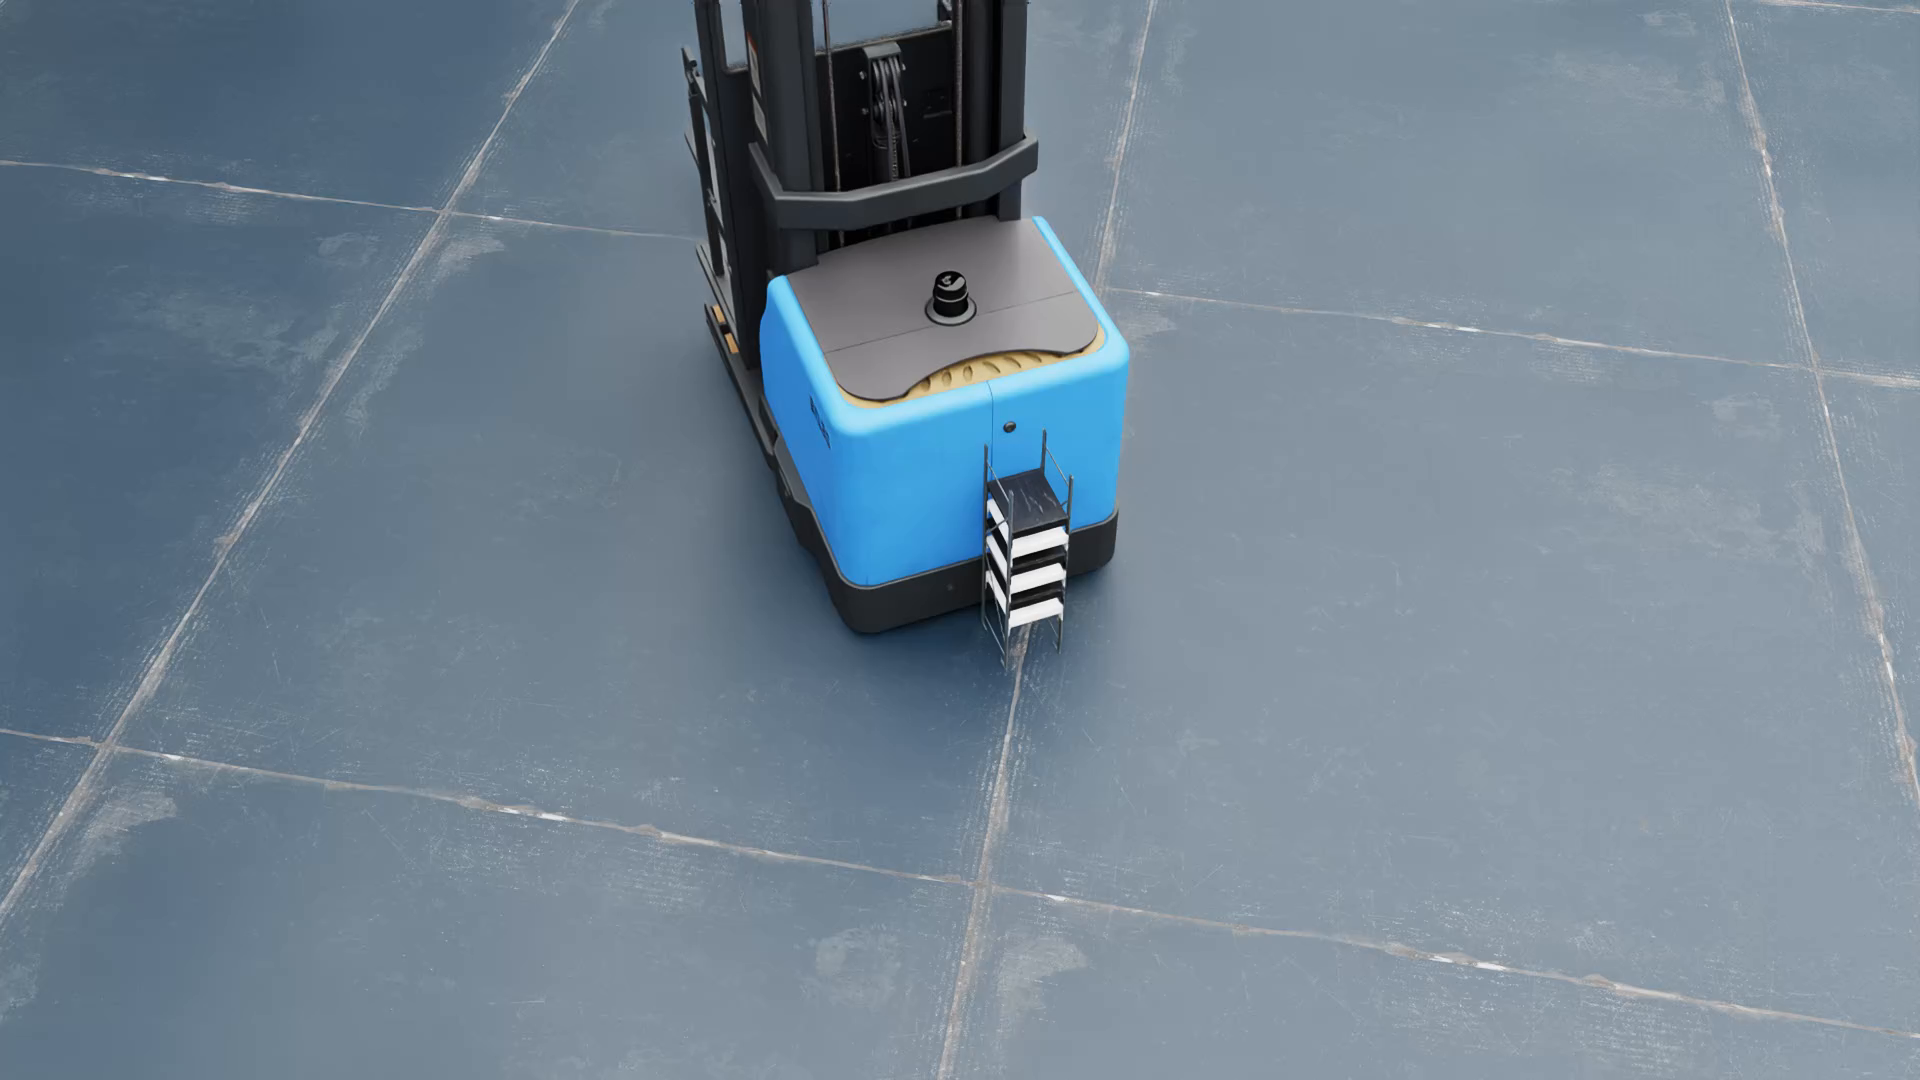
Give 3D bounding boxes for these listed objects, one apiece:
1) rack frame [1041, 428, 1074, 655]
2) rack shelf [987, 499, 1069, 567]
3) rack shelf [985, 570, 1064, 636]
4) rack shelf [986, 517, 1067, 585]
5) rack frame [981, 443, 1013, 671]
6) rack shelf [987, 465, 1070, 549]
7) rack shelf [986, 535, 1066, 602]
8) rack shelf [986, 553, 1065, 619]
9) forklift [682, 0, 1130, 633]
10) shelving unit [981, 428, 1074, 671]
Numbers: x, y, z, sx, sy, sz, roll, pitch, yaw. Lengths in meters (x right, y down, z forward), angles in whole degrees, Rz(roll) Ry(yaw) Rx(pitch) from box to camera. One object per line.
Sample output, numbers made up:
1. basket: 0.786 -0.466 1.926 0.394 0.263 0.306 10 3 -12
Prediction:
1. rack frame: 0.312 0.022 5.625 0.006 0.900 0.240 -16 50 -14
2. rack shelf: 0.217 -0.049 5.492 0.200 0.077 0.258 -16 50 -14
3. rack shelf: 0.216 0.191 5.760 0.200 0.077 0.258 -16 50 -14
4. rack shelf: 0.217 0.011 5.559 0.200 0.077 0.258 -16 50 -14
5. rack frame: 0.121 0.075 5.577 0.006 0.900 0.240 -16 50 -14
6. rack shelf: 0.217 -0.109 5.425 0.200 0.077 0.258 -16 50 -14
7. rack shelf: 0.216 0.071 5.626 0.200 0.077 0.258 -16 50 -14
8. rack shelf: 0.216 0.131 5.693 0.200 0.077 0.258 -16 50 -14
9. forklift: -0.422 -1.773 5.873 1.130 2.935 3.031 -16 50 -14
10. shelving unit: 0.216 0.049 5.601 0.210 0.900 0.258 -16 50 -14
